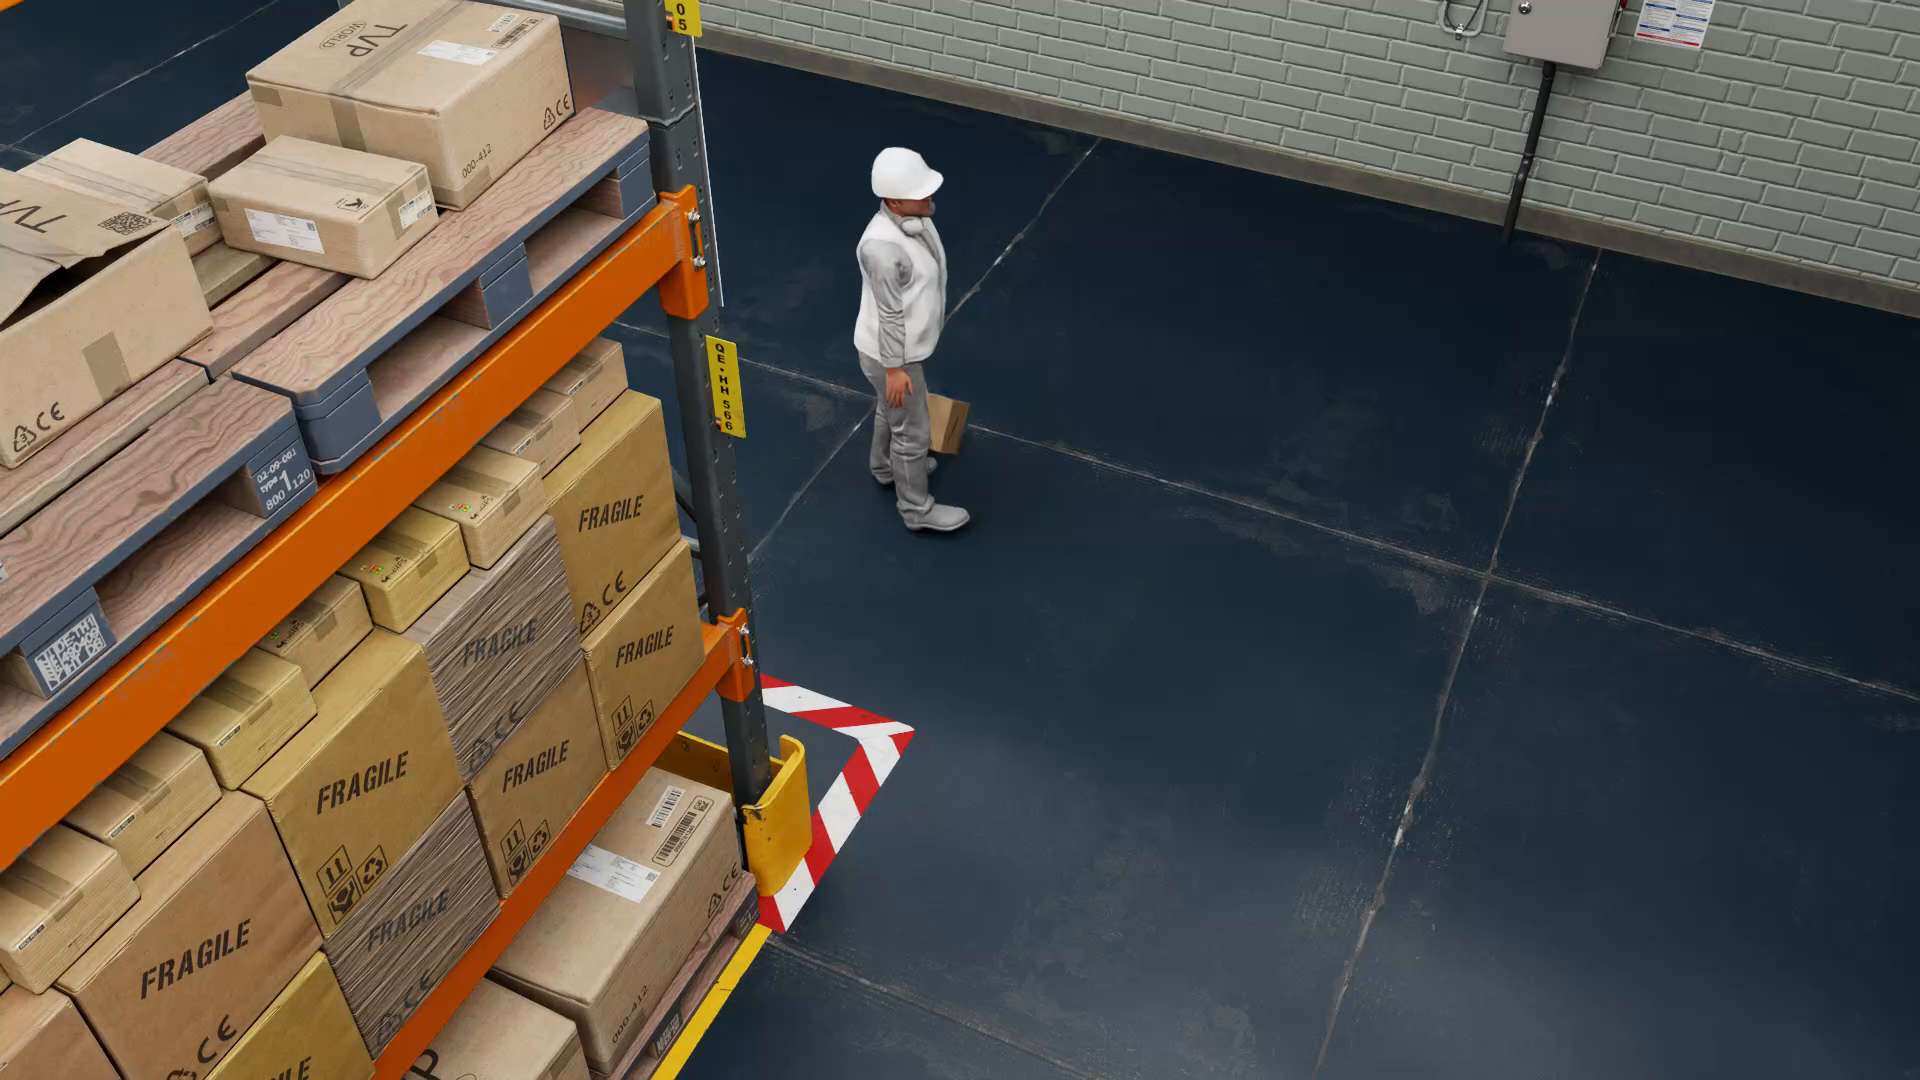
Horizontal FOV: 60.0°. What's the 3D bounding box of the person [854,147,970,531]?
[{"bbox_3d":[-0.182,-0.843,7.044,0.525,1.778,0.622,8,42,9],"label":"person"}]
